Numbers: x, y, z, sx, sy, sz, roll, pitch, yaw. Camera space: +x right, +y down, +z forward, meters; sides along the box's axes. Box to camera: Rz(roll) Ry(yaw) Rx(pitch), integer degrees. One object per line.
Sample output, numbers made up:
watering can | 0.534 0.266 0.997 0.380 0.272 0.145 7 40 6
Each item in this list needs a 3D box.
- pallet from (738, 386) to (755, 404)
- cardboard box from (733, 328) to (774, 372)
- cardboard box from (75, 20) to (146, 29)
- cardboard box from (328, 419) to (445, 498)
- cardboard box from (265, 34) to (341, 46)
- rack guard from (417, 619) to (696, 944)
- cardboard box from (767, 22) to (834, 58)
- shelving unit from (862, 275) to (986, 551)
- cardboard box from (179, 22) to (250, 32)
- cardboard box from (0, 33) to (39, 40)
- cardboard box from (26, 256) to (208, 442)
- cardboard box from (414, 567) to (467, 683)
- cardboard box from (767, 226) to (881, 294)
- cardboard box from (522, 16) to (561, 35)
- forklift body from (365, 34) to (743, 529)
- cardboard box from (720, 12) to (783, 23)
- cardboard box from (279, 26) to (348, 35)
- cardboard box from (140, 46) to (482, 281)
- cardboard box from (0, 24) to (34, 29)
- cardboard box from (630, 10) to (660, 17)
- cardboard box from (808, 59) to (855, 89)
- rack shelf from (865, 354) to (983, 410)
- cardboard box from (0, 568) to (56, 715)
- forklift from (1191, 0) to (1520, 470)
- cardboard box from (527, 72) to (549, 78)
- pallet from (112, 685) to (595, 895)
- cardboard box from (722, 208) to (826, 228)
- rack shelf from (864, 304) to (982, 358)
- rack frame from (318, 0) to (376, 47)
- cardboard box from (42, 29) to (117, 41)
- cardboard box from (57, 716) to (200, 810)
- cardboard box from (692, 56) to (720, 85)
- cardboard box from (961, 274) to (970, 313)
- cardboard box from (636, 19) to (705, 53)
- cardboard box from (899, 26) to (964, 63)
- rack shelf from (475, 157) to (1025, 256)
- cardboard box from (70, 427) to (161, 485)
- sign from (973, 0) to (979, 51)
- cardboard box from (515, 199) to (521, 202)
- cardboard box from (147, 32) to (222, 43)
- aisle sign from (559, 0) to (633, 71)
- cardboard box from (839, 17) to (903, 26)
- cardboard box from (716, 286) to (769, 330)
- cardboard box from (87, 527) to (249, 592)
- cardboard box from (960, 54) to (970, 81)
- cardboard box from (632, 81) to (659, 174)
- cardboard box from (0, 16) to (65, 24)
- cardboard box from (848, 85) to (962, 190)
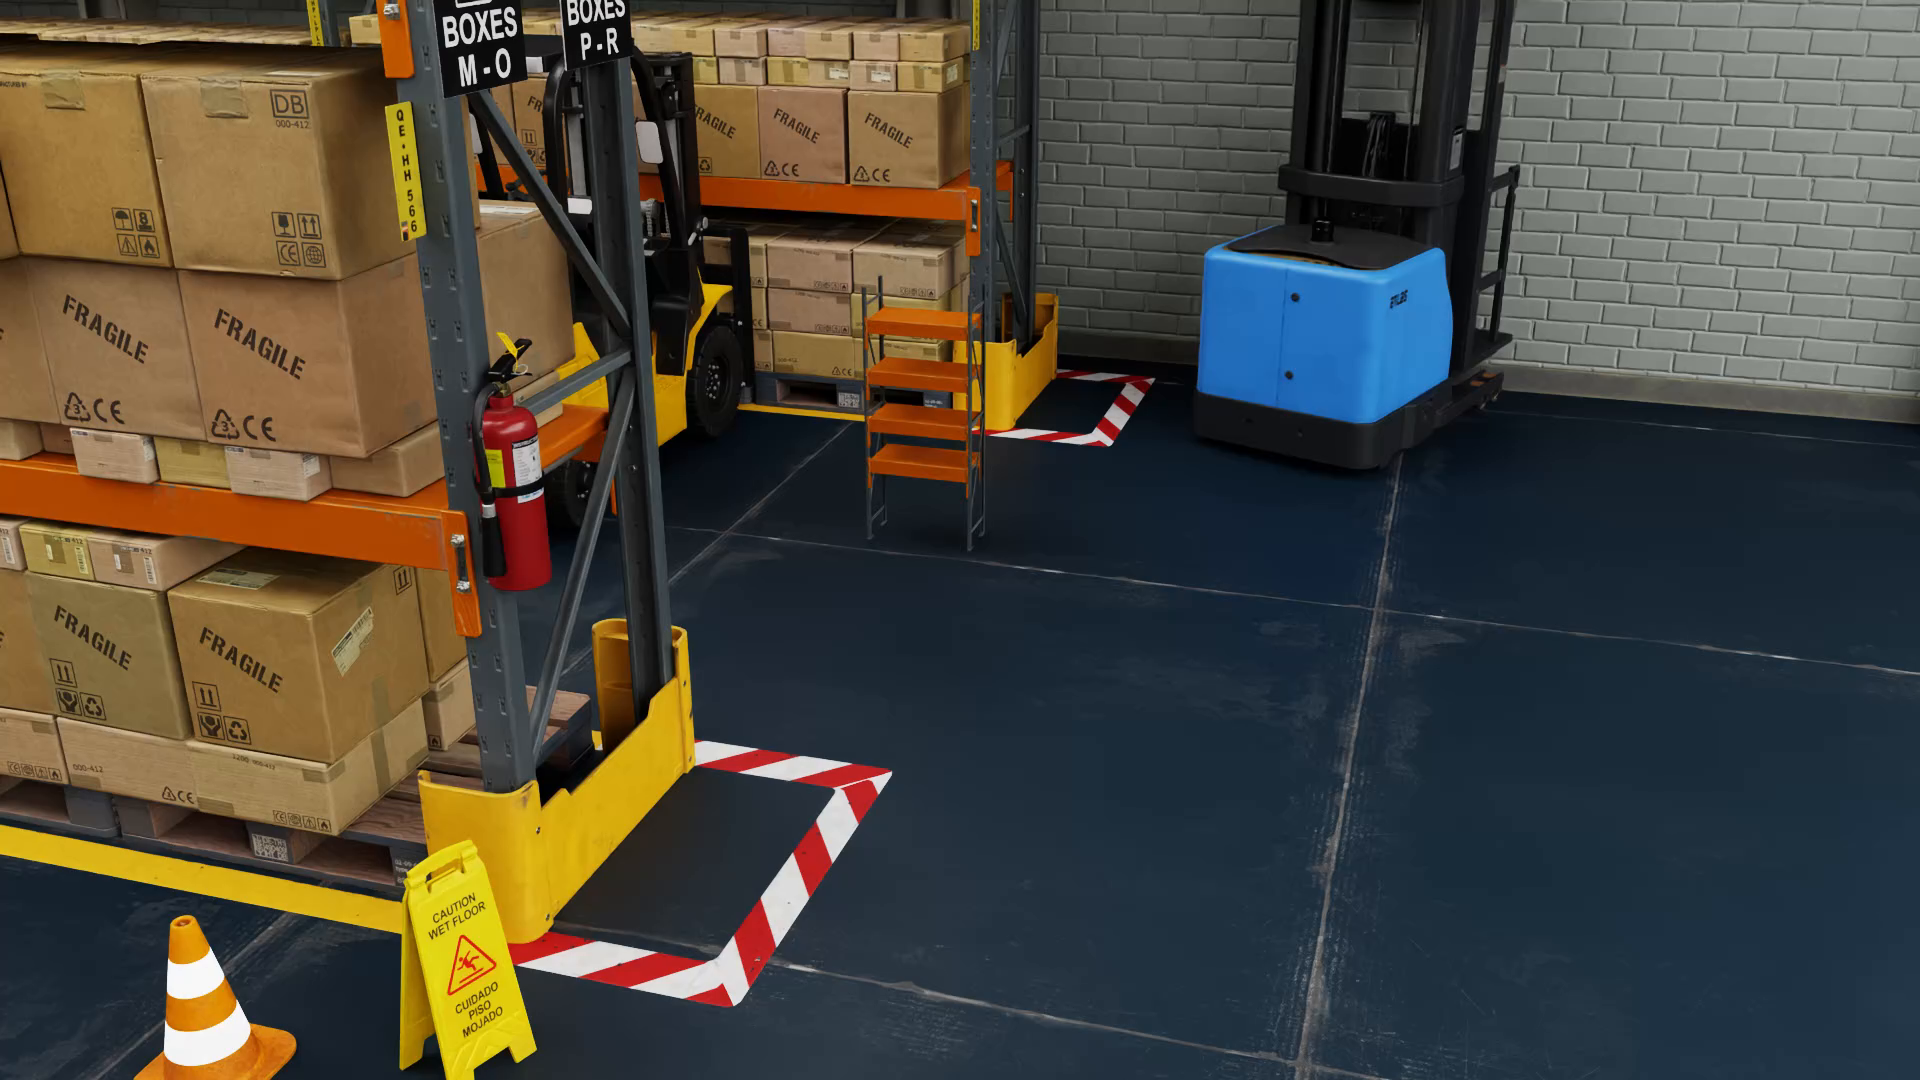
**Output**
pallet | -1.654 -1.135 10.259 1.213 0.211 1.003 7 23 15
cardboard box | -1.237 -1.197 9.806 0.500 0.250 0.500 7 23 16
cardboard box | -5.559 -3.322 10.930 0.250 0.149 0.380 7 23 17
cardboard box | -1.596 -0.265 4.796 0.250 0.149 0.380 7 23 17
cardboard box | -3.966 -2.964 10.057 0.250 0.149 0.380 7 23 17
rack guard | -1.249 0.730 5.332 0.348 0.500 1.175 7 23 16
cardboard box | -0.870 -2.758 9.162 0.250 0.149 0.380 7 23 16
shelving unit | -0.158 -0.573 7.587 0.503 1.200 0.258 7 23 16
cardboard box | -4.812 -3.257 10.771 0.250 0.149 0.380 7 23 15
cardboard box | -3.166 -1.223 4.959 0.500 0.500 0.700 6 23 15
cardboard box | -2.253 -0.618 4.801 0.500 0.500 0.500 7 23 16
cardboard box | -1.891 0.121 5.604 0.500 0.500 0.500 6 23 14
cardboard box | -0.767 -1.598 9.466 0.500 0.250 0.500 7 23 16
cardboard box | -2.359 -2.897 9.502 0.250 0.149 0.380 6 23 15
forklift body | -2.088 -1.375 8.287 1.214 2.155 2.313 7 23 16
cardboard box | -1.218 -3.002 9.758 0.250 0.149 0.380 6 23 14
cardboard box | -4.091 -3.172 10.564 0.250 0.149 0.380 6 23 14
cardboard box | -1.728 -1.042 4.515 0.500 0.500 0.700 6 23 14
cardboard box | -6.172 -3.215 10.669 0.250 0.149 0.380 7 23 16
cardboard box | -1.966 -3.067 9.917 0.250 0.149 0.380 6 23 15
cardboard box | -0.643 -2.573 9.103 0.250 0.149 0.380 7 23 17
rack shelf | -0.158 -0.718 7.527 0.480 0.148 0.258 7 23 16
cardboard box | -3.000 0.206 5.398 0.500 0.500 0.500 6 23 14
forklift | 2.536 -2.211 9.297 1.130 2.935 3.031 16 27 33
cardboard box | -2.375 -2.747 9.528 0.250 0.149 0.380 6 23 15
pallet | -2.016 0.761 5.635 1.213 0.211 1.003 7 23 16
cardboard box | -1.106 -1.841 10.057 0.500 0.250 0.500 6 23 15
rack shelf | -0.159 -0.937 7.437 0.480 0.148 0.258 7 23 16
rack frame | -3.575 -2.661 10.304 0.127 3.000 1.000 7 23 16
cardboard box | -5.474 -3.094 10.374 0.250 0.149 0.380 6 23 14
cardboard box | -2.521 0.609 5.403 0.500 0.250 0.500 7 23 16
cardboard box | -1.394 -2.637 9.259 0.250 0.149 0.380 7 23 16
cardboard box | -0.136 -1.503 9.892 0.500 0.250 0.500 7 23 16
cardboard box | -1.620 -2.835 9.350 0.250 0.149 0.380 7 23 16
cardboard box | -0.150 -2.669 8.946 0.250 0.149 0.380 7 23 16
rack shelf | -1.660 -2.109 9.906 4.000 0.370 1.077 7 23 16
cardboard box | -2.365 -0.306 4.895 0.250 0.149 0.380 7 23 16
sign | 0.084 -2.672 8.494 0.005 0.325 0.100 7 23 16
cardboard box | -2.559 -2.012 10.474 0.500 0.250 0.500 6 23 15
cardboard box | -4.728 -3.012 10.174 0.250 0.149 0.380 6 23 14
aisle sign | -1.027 -1.727 4.602 0.004 0.787 0.394 7 23 16
cardboard box | -0.503 -2.885 9.473 0.250 0.149 0.380 7 23 17
cardboard box | -1.279 -1.423 9.698 0.500 0.250 0.500 6 23 14
cardboard box | -2.389 0.003 5.036 0.250 0.149 0.380 7 23 17
cardboard box | 0.004 -2.700 9.413 0.250 0.149 0.380 6 23 14
cardboard box | -1.762 -2.394 9.523 0.500 0.500 0.500 7 23 16
cardboard box | -6.267 -3.443 11.225 0.250 0.149 0.380 6 23 14
cardboard box | -0.293 -2.227 9.115 0.500 0.500 0.500 6 23 14
